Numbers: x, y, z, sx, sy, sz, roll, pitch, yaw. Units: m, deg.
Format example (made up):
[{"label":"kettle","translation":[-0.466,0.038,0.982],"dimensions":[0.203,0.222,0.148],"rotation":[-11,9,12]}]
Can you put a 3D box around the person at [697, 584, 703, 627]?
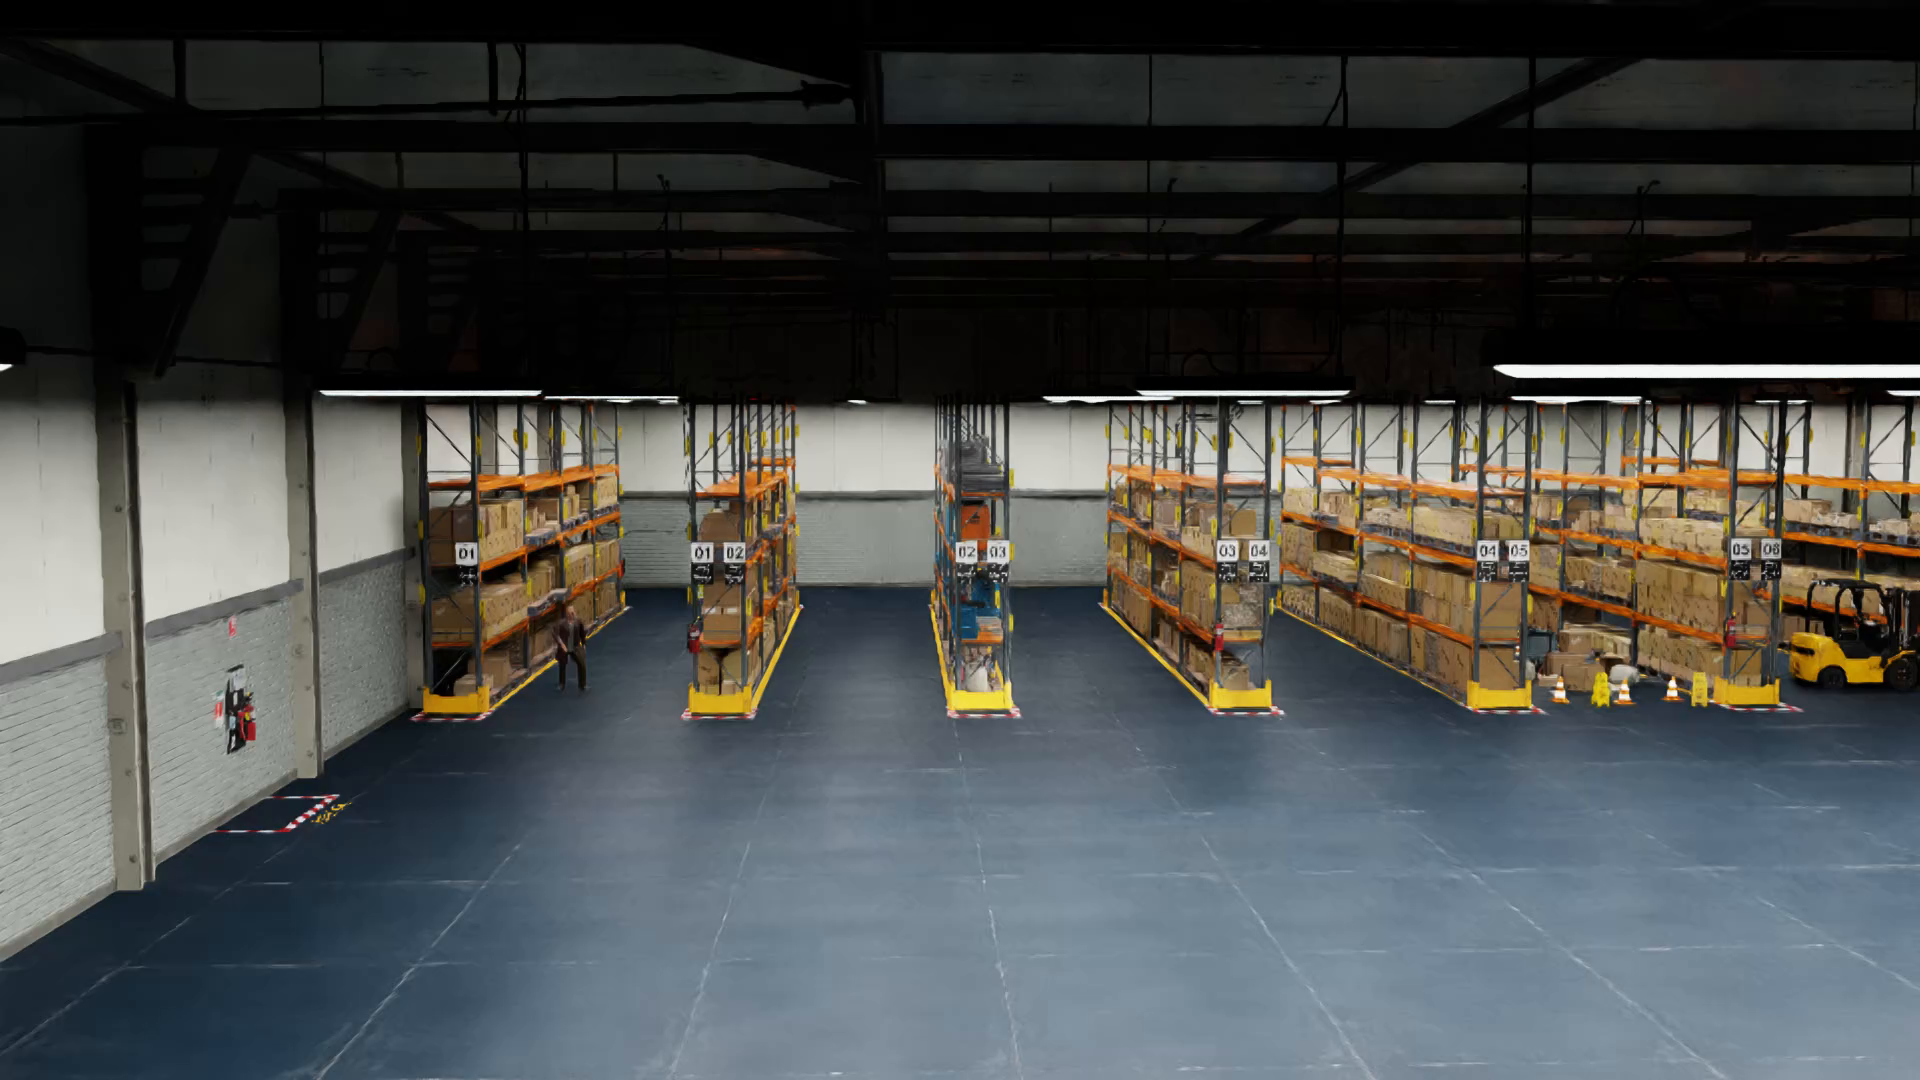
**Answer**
[{"label":"person","translation":[-6.511,1.469,42.453],"dimensions":[0.577,1.691,1.121],"rotation":[0,5,0]}]

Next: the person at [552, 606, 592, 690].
[{"label":"person","translation":[-7.849,2.178,33.452],"dimensions":[0.715,1.726,0.833],"rotation":[-2,5,-23]}]
